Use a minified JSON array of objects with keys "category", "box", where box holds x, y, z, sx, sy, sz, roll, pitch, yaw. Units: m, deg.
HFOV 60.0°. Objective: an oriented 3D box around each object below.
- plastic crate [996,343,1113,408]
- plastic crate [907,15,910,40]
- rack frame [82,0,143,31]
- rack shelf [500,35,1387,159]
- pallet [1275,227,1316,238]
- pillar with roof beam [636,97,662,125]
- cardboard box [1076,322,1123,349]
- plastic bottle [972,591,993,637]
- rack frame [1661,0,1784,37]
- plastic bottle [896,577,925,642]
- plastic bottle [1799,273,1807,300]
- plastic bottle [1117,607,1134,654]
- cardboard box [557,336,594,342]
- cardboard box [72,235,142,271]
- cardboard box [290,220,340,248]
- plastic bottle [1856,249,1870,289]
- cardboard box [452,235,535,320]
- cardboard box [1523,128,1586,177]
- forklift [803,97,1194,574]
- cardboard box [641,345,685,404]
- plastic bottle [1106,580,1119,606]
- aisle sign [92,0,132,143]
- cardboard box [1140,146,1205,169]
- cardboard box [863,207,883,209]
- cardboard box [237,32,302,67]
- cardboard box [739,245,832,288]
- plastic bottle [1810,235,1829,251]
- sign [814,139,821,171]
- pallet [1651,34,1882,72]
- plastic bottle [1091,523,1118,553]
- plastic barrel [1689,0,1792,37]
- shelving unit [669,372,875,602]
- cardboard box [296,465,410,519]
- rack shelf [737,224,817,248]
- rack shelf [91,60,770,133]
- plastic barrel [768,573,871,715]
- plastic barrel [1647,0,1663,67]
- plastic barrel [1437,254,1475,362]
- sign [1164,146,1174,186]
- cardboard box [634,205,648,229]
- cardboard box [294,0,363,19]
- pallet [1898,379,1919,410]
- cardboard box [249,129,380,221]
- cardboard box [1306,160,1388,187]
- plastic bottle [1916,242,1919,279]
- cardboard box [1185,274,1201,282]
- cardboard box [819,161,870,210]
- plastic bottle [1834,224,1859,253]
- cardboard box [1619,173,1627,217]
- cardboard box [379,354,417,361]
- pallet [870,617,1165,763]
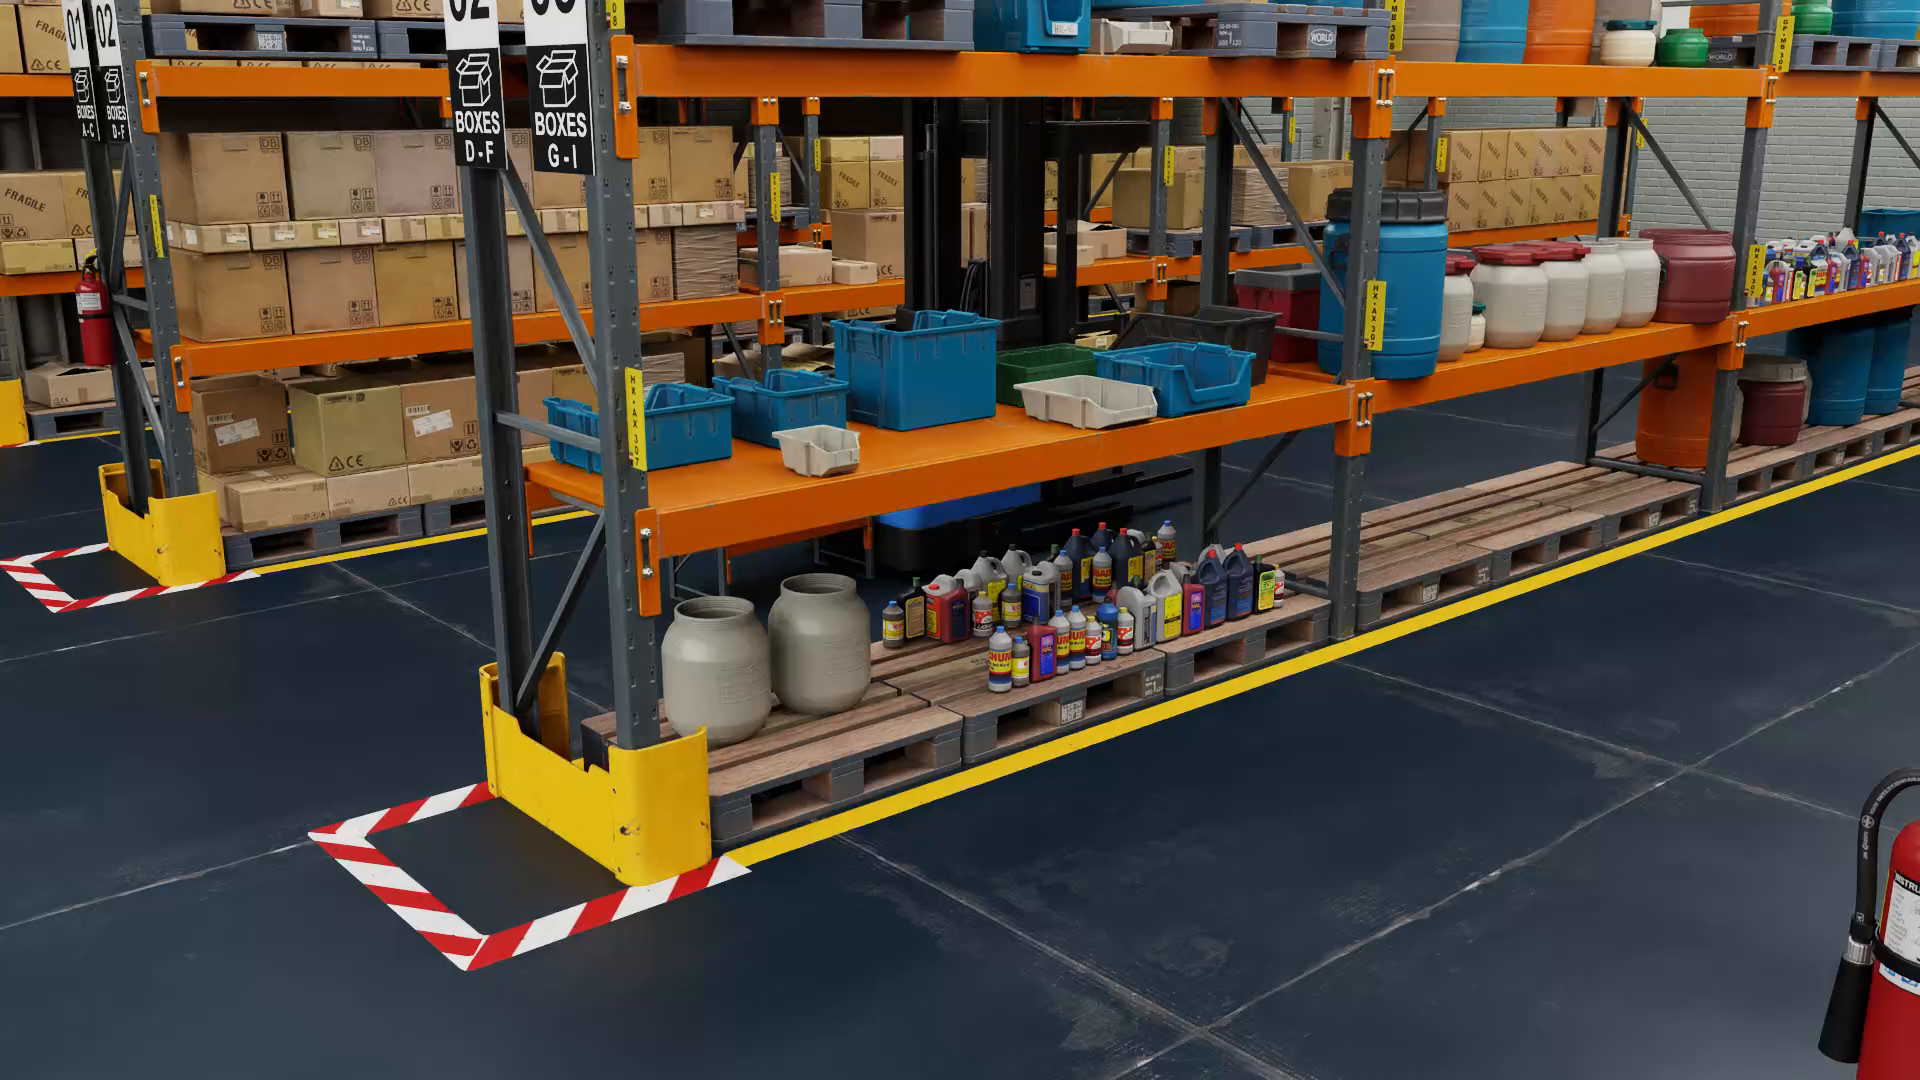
[{"category":"plastic crate","box":[0.406,-0.763,7.706,0.662,0.188,0.450,-13,19,-39]},{"category":"plastic crate","box":[-0.161,-2.186,6.841,0.575,0.384,0.392,-13,19,-39]},{"category":"rack frame","box":[-4.651,-4.227,8.635,0.127,3.000,1.000,-13,19,-39]},{"category":"rack shelf","box":[0.107,-1.804,6.771,4.000,0.370,1.077,-13,19,-39]},{"category":"pallet","box":[3.727,-3.154,16.618,1.213,0.211,1.003,-13,19,-39]},{"category":"pillar with roof beam","box":[-0.593,-5.656,13.986,0.400,9.000,9.100,-13,19,-39]},{"category":"cardboard box","box":[1.151,-1.692,14.200,0.500,0.311,0.500,-12,19,-38]},{"category":"plastic bottle","box":[0.104,0.340,7.735,0.097,0.201,0.097,0,15,0]},{"category":"rack frame","box":[4.633,-4.617,10.097,0.127,3.000,1.000,-13,19,-39]},{"category":"plastic bottle","box":[-0.228,0.317,7.663,0.133,0.283,0.061,-12,19,-38]},{"category":"plastic bottle","box":[5.727,-1.748,11.367,0.097,0.201,0.097,0,15,0]},{"category":"plastic bottle","box":[0.734,0.403,7.498,0.097,0.201,0.097,0,15,0]},{"category":"cardboard box","box":[-3.987,-2.200,16.664,0.500,0.500,0.700,-13,20,-40]},{"category":"cardboard box","box":[-6.947,-2.341,13.452,0.500,0.250,0.500,-13,20,-41]},{"category":"cardboard box","box":[-3.827,-1.802,9.732,0.250,0.149,0.380,-13,19,-39]},{"category":"plastic bottle","box":[6.488,-1.952,11.973,0.133,0.283,0.061,-13,19,-39]},{"category":"cardboard box","box":[-3.124,-1.716,10.667,0.500,0.500,0.700,-12,19,-38]},{"category":"cardboard box","box":[6.495,-4.267,18.279,0.500,0.500,0.500,-12,19,-38]},{"category":"forklift","box":[0.453,-1.529,10.295,3.031,2.935,1.130,-14,20,-42]},{"category":"cardboard box","box":[-2.225,-1.039,11.388,0.500,0.500,0.500,-13,19,-39]},{"category":"plastic bottle","box":[0.735,0.318,7.660,0.133,0.283,0.061,-13,19,-39]},{"category":"aisle sign","box":[-4.499,-2.513,8.809,0.004,0.787,0.394,-13,19,-39]},{"category":"cardboard box","box":[2.664,-4.806,21.849,0.700,0.700,0.980,-14,20,-42]},{"category":"cardboard box","box":[-1.018,-3.616,18.421,0.250,0.149,0.380,-12,19,-38]},{"category":"cardboard box","box":[-5.890,-4.159,13.961,0.500,0.500,0.500,-14,20,-41]},{"category":"cardboard box","box":[-1.291,-2.025,12.310,0.500,0.250,0.500,-11,19,-36]},{"category":"plastic bottle","box":[6.775,-2.270,13.176,0.135,0.276,0.152,-13,19,-39]},{"category":"sign","box":[-1.507,-4.064,17.563,0.005,0.325,0.100,-13,19,-39]},{"category":"pallet","box":[5.274,-3.187,10.922,1.213,0.211,1.003,-13,19,-39]},{"category":"plastic bottle","box":[0.734,0.082,8.410,0.185,0.351,0.144,-12,19,-38]},{"category":"plastic barrel","box":[5.063,-3.674,10.732,0.708,0.830,0.600,-13,19,-39]},{"category":"shelving unit","box":[-1.032,-0.278,9.111,1.048,1.125,0.538,-14,20,-42]},{"category":"cardboard box","box":[-3.726,-0.336,10.208,0.500,0.250,0.500,-13,19,-39]},{"category":"rack shelf","box":[-3.379,-2.961,16.916,4.000,0.370,1.077,-13,19,-39]},{"category":"rack shelf","box":[-3.142,-2.769,10.384,4.000,0.370,1.077,-13,19,-39]},{"category":"plastic barrel","box":[-0.578,0.425,6.855,0.421,0.512,0.421,0,15,0]},{"category":"plastic barrel","box":[4.197,-3.229,10.496,0.421,0.512,0.421,0,15,0]},{"category":"plastic barrel","box":[2.481,-1.226,8.763,0.433,0.535,0.433,0,15,0]},{"category":"sign","box":[1.751,-3.135,13.931,0.005,0.325,0.100,-13,19,-39]},{"category":"cardboard box","box":[-2.279,-2.149,11.031,0.250,0.149,0.380,-13,20,-39]},{"category":"cardboard box","box":[-3.648,-3.091,9.600,0.250,0.149,0.380,-13,19,-39]},{"category":"pallet","box":[8.180,-1.181,14.262,1.213,0.211,1.003,-13,19,-39]},{"category":"cardboard box","box":[-3.857,-2.179,9.887,0.500,0.500,0.700,-13,20,-41]},{"category":"cardboard box","box":[3.897,-3.575,16.816,0.700,0.500,0.500,8,17,28]},{"category":"plastic bottle","box":[7.290,-2.145,12.706,0.135,0.276,0.152,-13,19,-39]},{"category":"cardboard box","box":[2.946,-3.689,22.280,0.500,0.500,0.700,-13,20,-41]},{"category":"cardboard box","box":[-1.336,-3.881,18.159,0.500,0.500,0.500,-12,19,-38]},{"category":"plastic bottle","box":[7.142,-2.369,13.401,0.185,0.351,0.144,-13,19,-39]},{"category":"cardboard box","box":[7.260,-3.958,19.062,0.500,0.500,0.500,-12,19,-38]},{"category":"cardboard box","box":[-5.272,-1.717,15.502,0.380,0.166,0.250,13,20,40]},{"category":"pallet","box":[0.161,0.620,7.521,1.213,0.211,1.003,-13,19,-39]}]
